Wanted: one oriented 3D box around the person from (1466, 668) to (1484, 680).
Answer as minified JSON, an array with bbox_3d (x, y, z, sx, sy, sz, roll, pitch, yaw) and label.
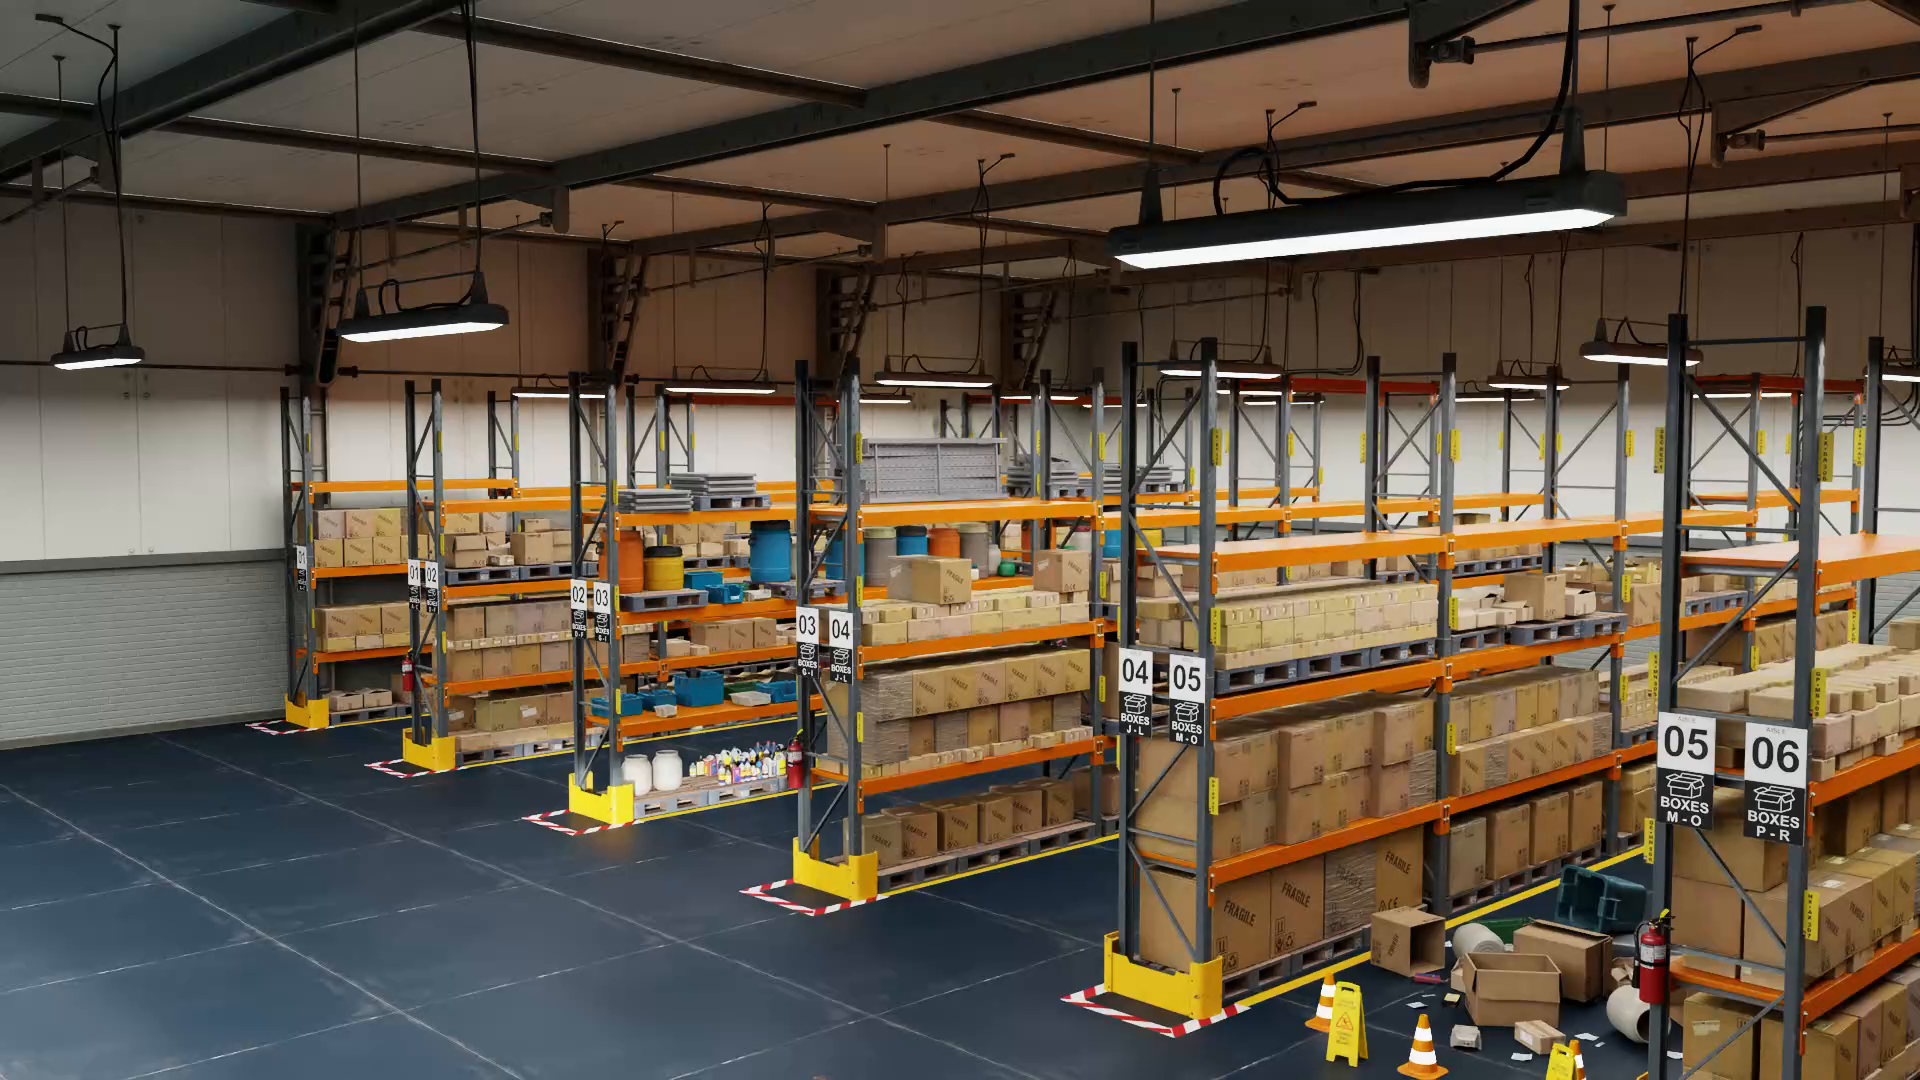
[{"bbox_3d":[7.782,2.711,25.266,0.572,1.714,0.771,3,5,43],"label":"person"}]
